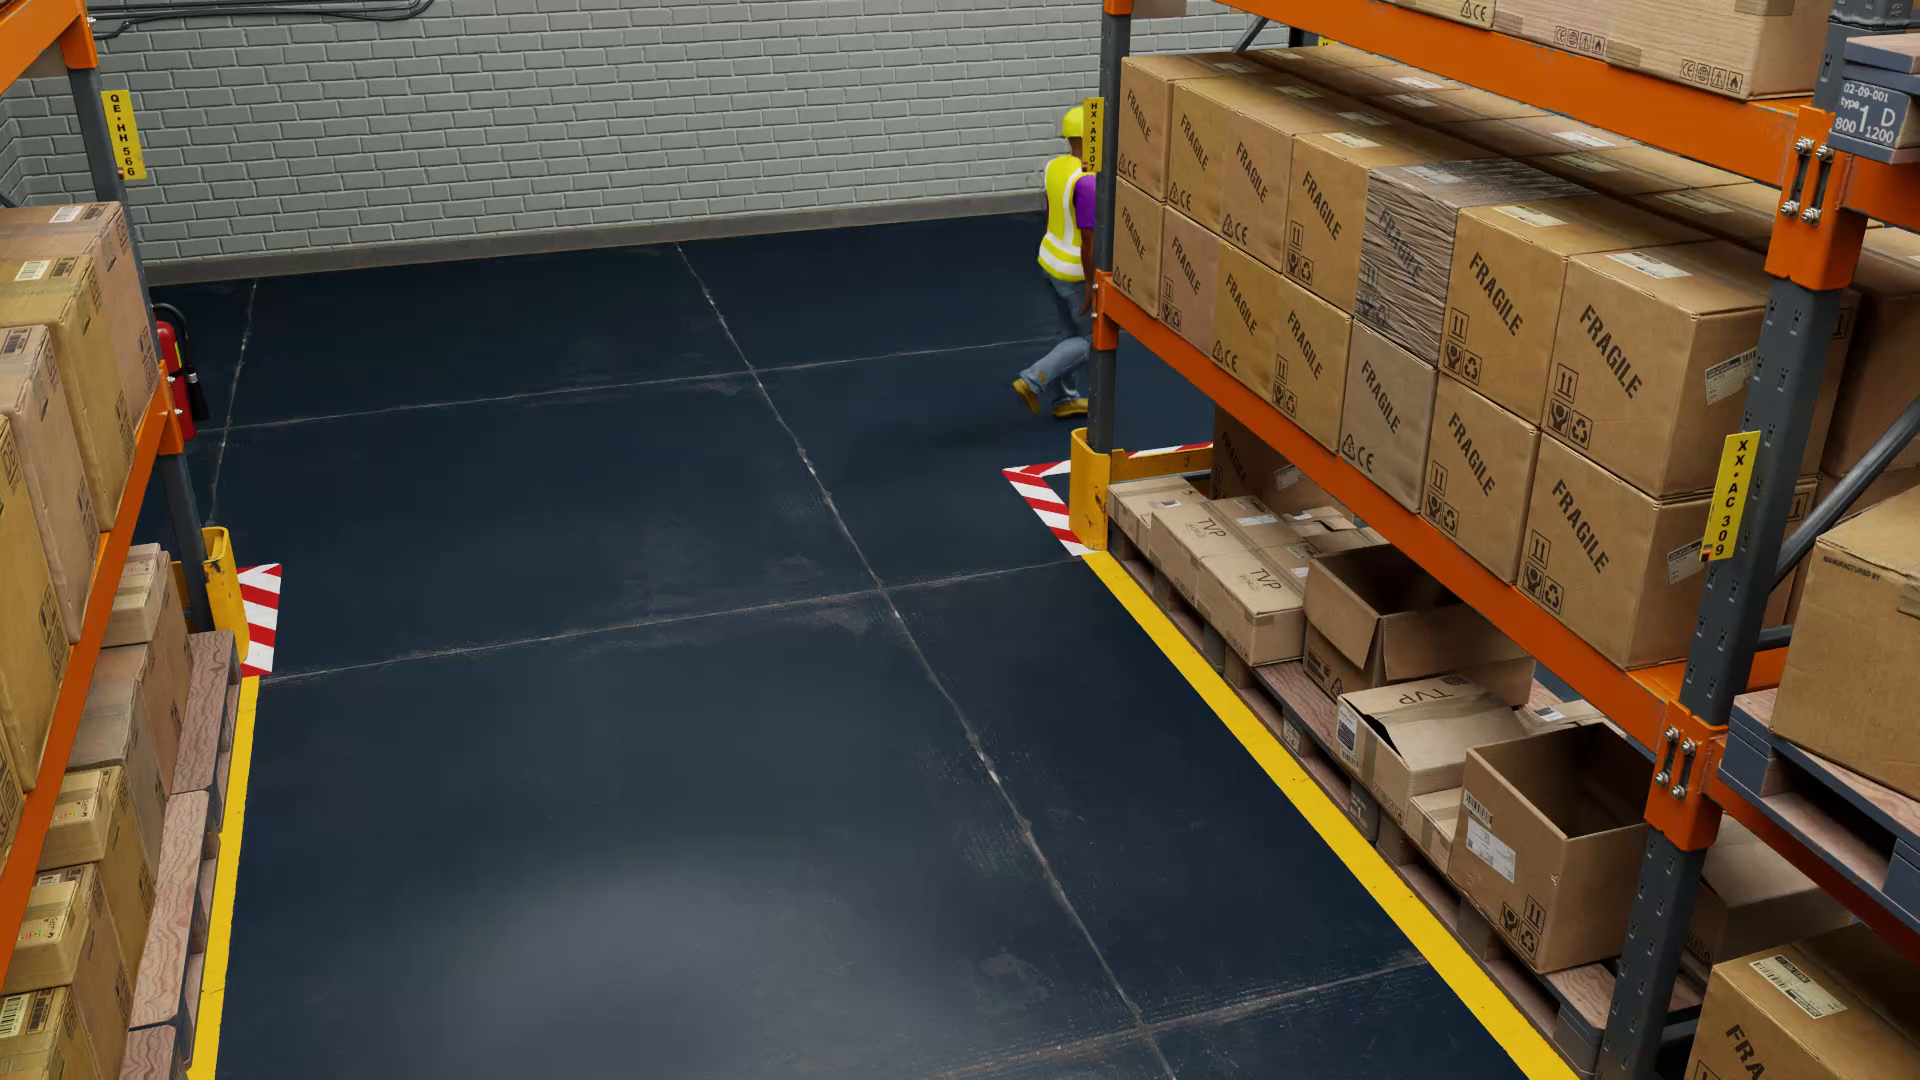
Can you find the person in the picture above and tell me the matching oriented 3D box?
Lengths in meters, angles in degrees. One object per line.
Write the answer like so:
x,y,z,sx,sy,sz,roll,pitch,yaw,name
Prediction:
0.562,-1.452,9.010,0.618,1.749,0.617,-9,28,-17,person
